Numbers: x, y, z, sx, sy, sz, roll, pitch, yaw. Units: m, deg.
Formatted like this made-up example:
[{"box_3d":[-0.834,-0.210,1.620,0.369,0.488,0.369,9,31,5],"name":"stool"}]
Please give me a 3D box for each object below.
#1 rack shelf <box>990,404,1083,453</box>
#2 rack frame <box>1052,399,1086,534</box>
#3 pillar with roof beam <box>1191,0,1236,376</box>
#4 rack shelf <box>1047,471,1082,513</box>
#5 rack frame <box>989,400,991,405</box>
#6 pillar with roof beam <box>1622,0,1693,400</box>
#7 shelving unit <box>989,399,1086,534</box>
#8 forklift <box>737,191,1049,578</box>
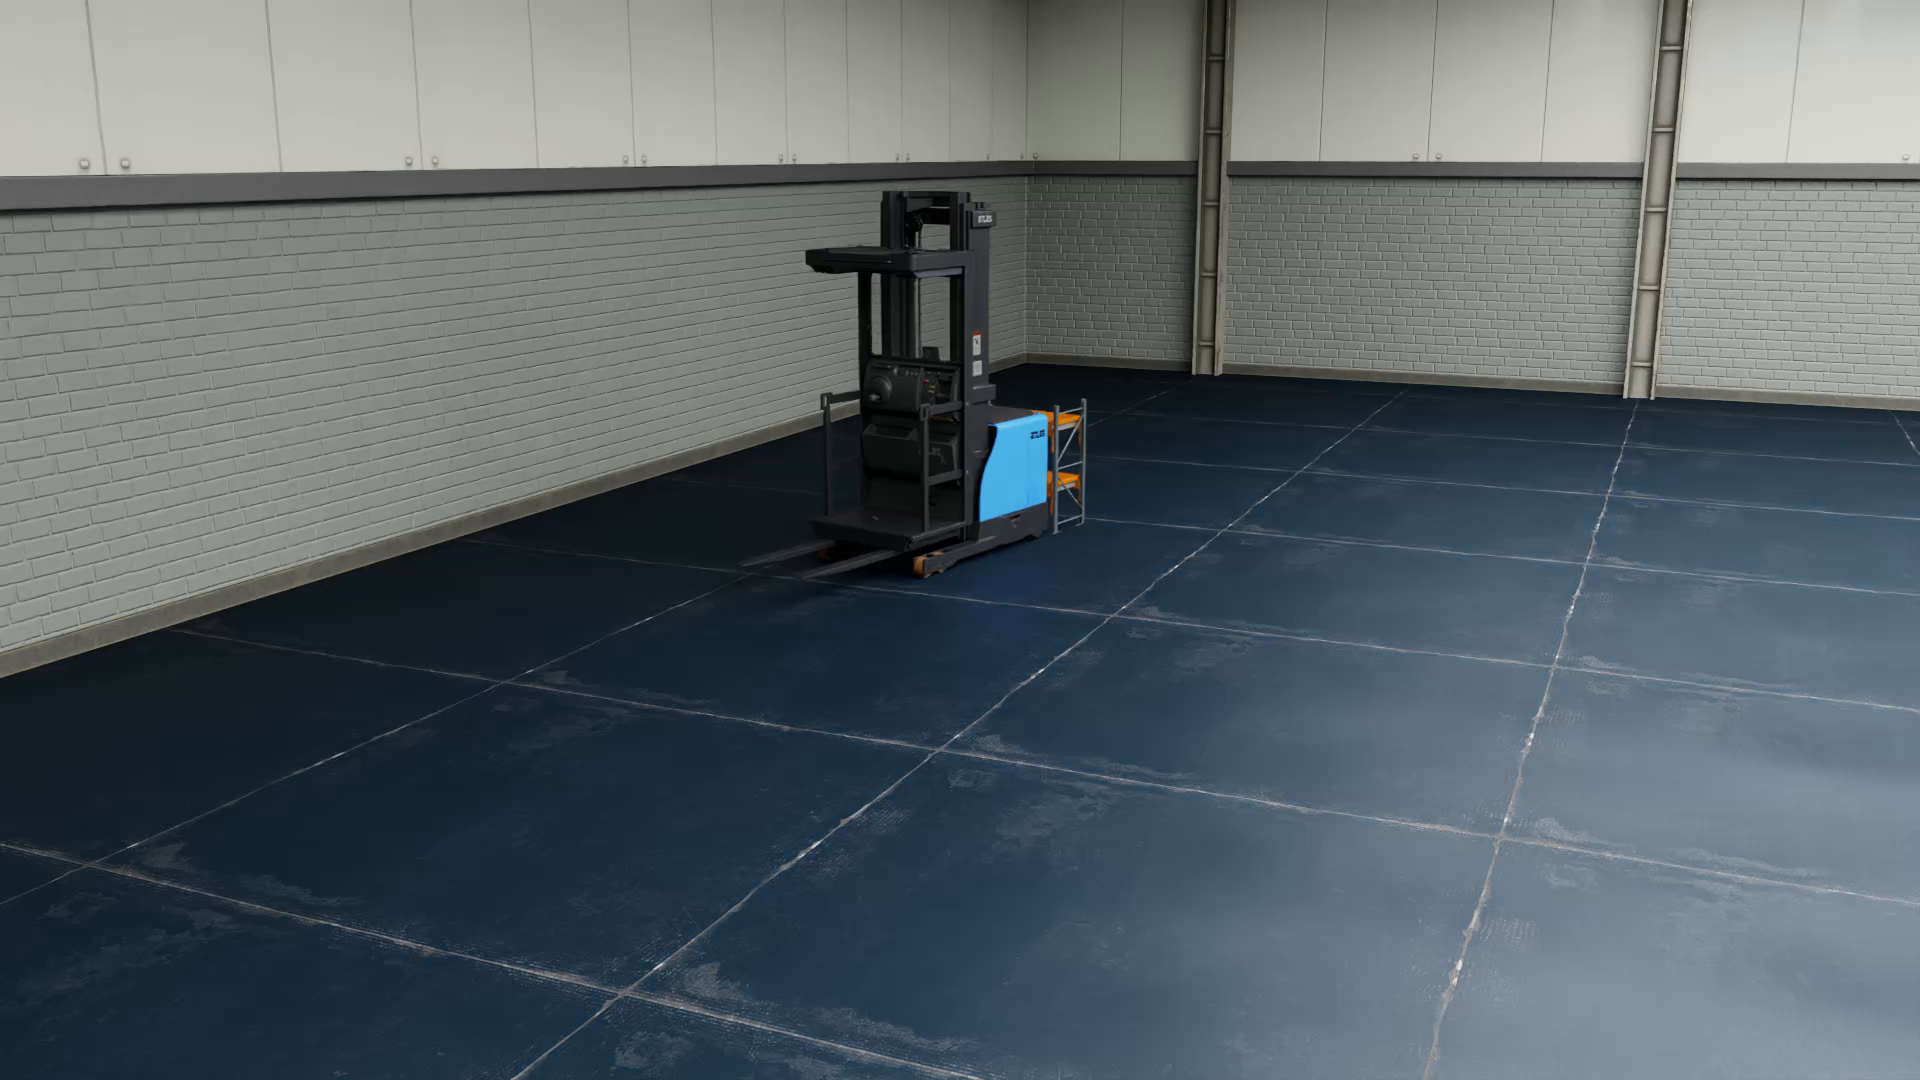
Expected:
[{"box_3d":[0.540,-1.001,14.778,1.000,0.278,0.538,9,16,34],"name":"rack shelf"},{"box_3d":[0.956,-0.650,14.561,0.032,1.125,0.500,9,16,34],"name":"rack frame"},{"box_3d":[1.949,-5.968,19.989,0.400,9.000,9.100,6,14,23],"name":"pillar with roof beam"},{"box_3d":[0.540,-0.478,14.901,1.000,0.278,0.538,9,16,34],"name":"rack shelf"},{"box_3d":[0.124,-0.783,15.130,0.032,1.125,0.500,9,16,34],"name":"rack frame"},{"box_3d":[7.435,-5.413,17.623,0.400,9.000,9.100,6,14,23],"name":"pillar with roof beam"},{"box_3d":[0.540,-0.716,14.845,1.048,1.125,0.538,9,16,34],"name":"shelving unit"},{"box_3d":[-0.514,-1.259,13.204,1.130,2.935,3.031,10,16,35],"name":"forklift"}]
